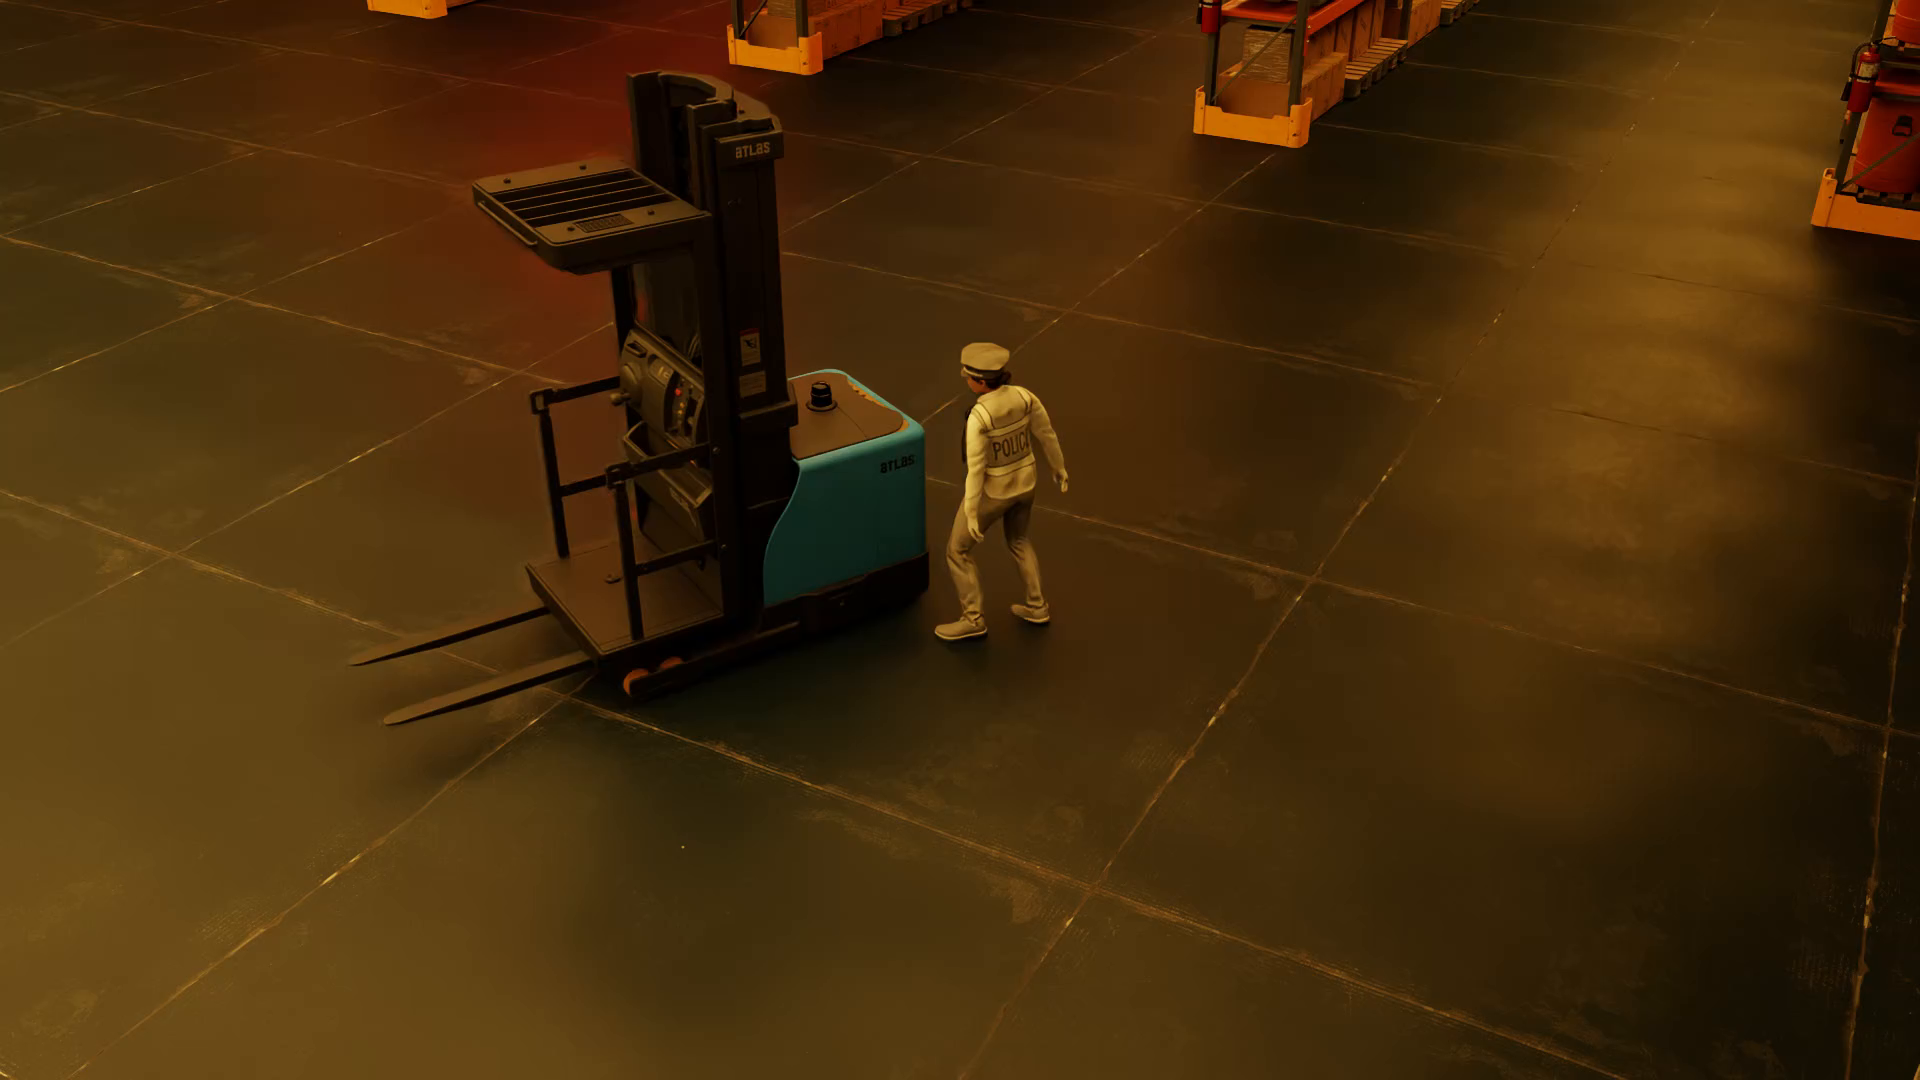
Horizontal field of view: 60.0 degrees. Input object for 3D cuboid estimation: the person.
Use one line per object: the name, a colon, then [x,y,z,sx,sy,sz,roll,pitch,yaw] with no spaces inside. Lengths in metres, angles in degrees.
person: [0.234,-0.247,8.854,0.810,1.644,0.422,-21,36,-32]

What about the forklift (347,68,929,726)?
forklift: [-1.685,-0.740,8.354,3.031,2.935,1.130,-18,35,-28]
